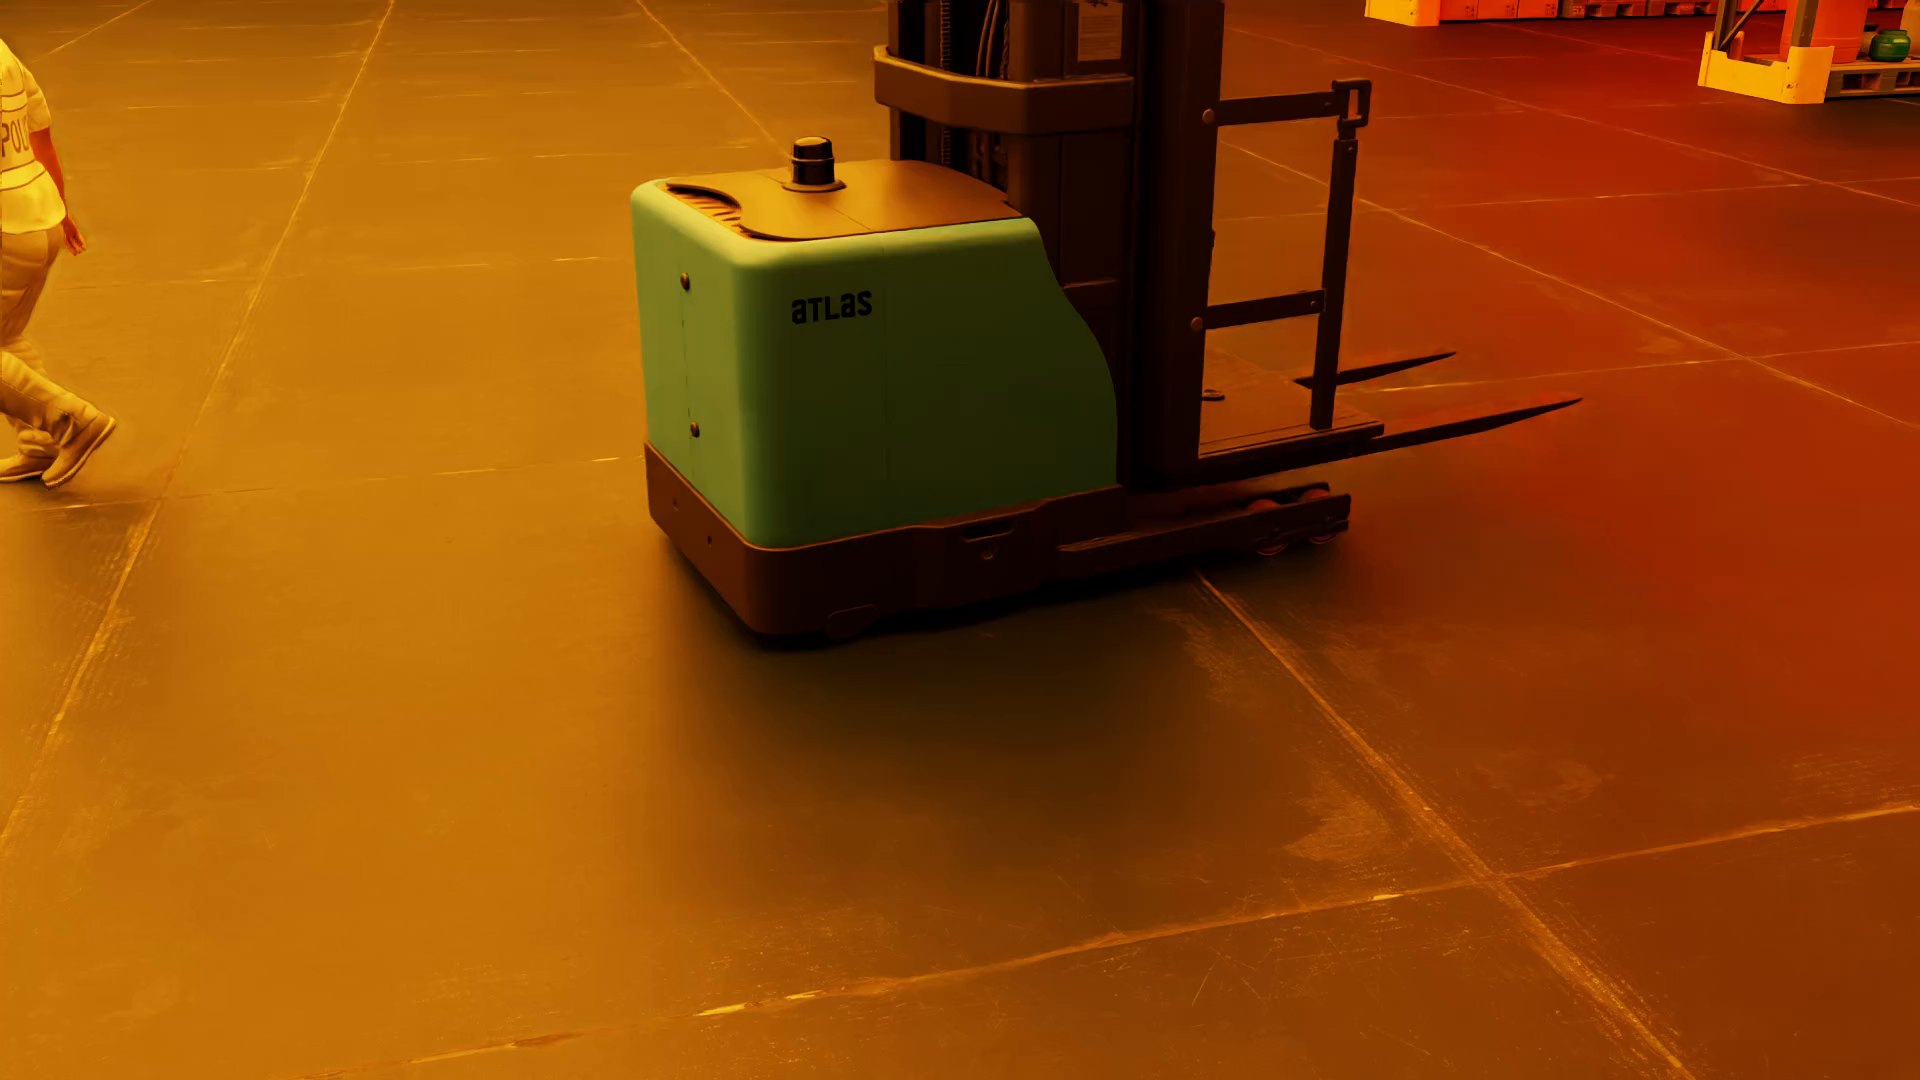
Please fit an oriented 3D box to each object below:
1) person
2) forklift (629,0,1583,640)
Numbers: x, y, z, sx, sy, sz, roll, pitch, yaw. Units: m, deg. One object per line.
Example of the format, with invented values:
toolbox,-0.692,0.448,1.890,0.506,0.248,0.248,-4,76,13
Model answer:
person,-2.993,-0.947,5.187,0.508,1.646,0.689,-6,24,-13
forklift,0.604,-1.473,4.771,3.031,2.935,1.130,-11,26,-25
